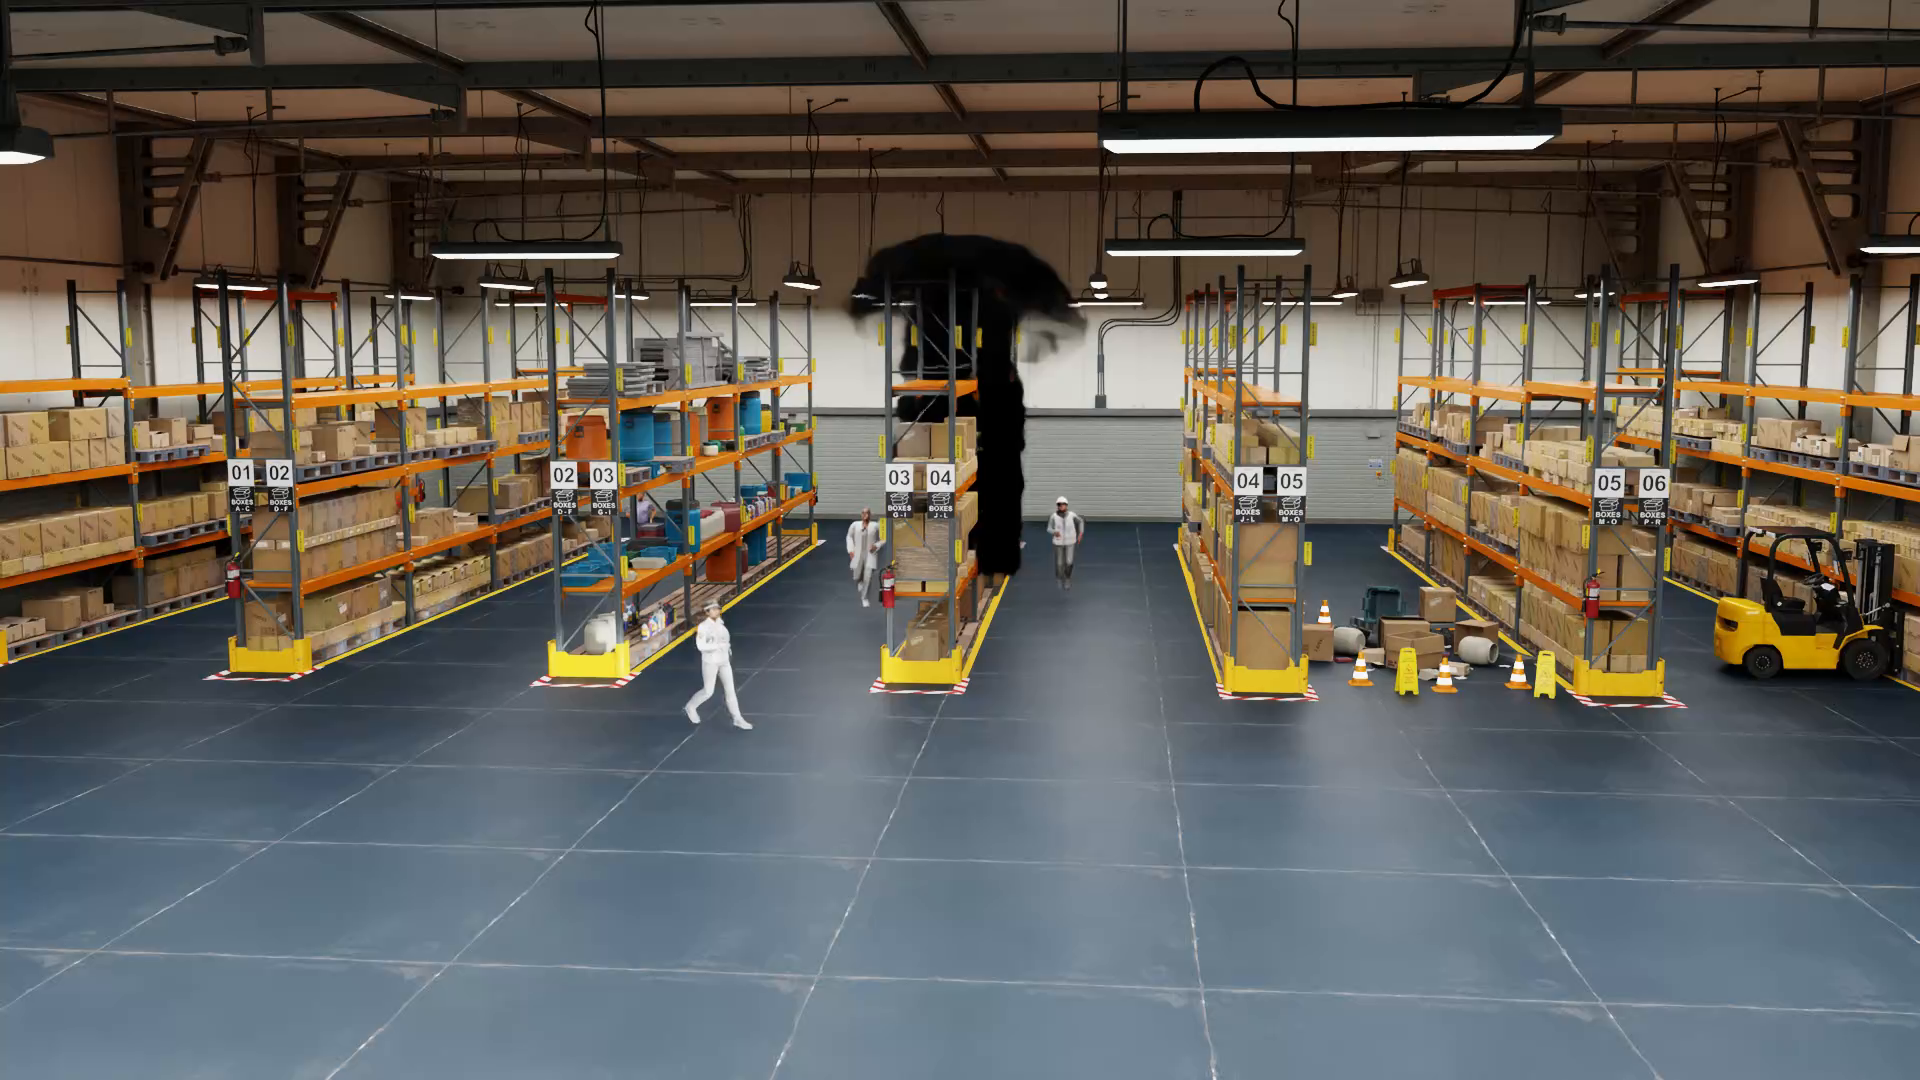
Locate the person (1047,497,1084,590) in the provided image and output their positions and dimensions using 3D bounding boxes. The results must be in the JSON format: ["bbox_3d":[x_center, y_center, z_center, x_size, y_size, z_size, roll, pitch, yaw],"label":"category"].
[{"bbox_3d":[1.964,0.071,31.098,0.680,1.764,0.793,1,7,6],"label":"person"}]

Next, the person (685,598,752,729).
[{"bbox_3d":[-3.095,1.557,21.270,1.036,1.648,0.625,6,9,39],"label":"person"}]

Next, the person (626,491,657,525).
[{"bbox_3d":[-6.644,-0.221,34.598,0.602,1.686,0.902,0,7,-1],"label":"person"}]

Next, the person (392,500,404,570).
[{"bbox_3d":[-11.420,0.059,33.776,0.656,1.738,0.819,1,7,7],"label":"person"}]

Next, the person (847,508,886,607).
[{"bbox_3d":[-1.665,0.288,29.476,0.713,1.735,0.681,1,7,8],"label":"person"}]
